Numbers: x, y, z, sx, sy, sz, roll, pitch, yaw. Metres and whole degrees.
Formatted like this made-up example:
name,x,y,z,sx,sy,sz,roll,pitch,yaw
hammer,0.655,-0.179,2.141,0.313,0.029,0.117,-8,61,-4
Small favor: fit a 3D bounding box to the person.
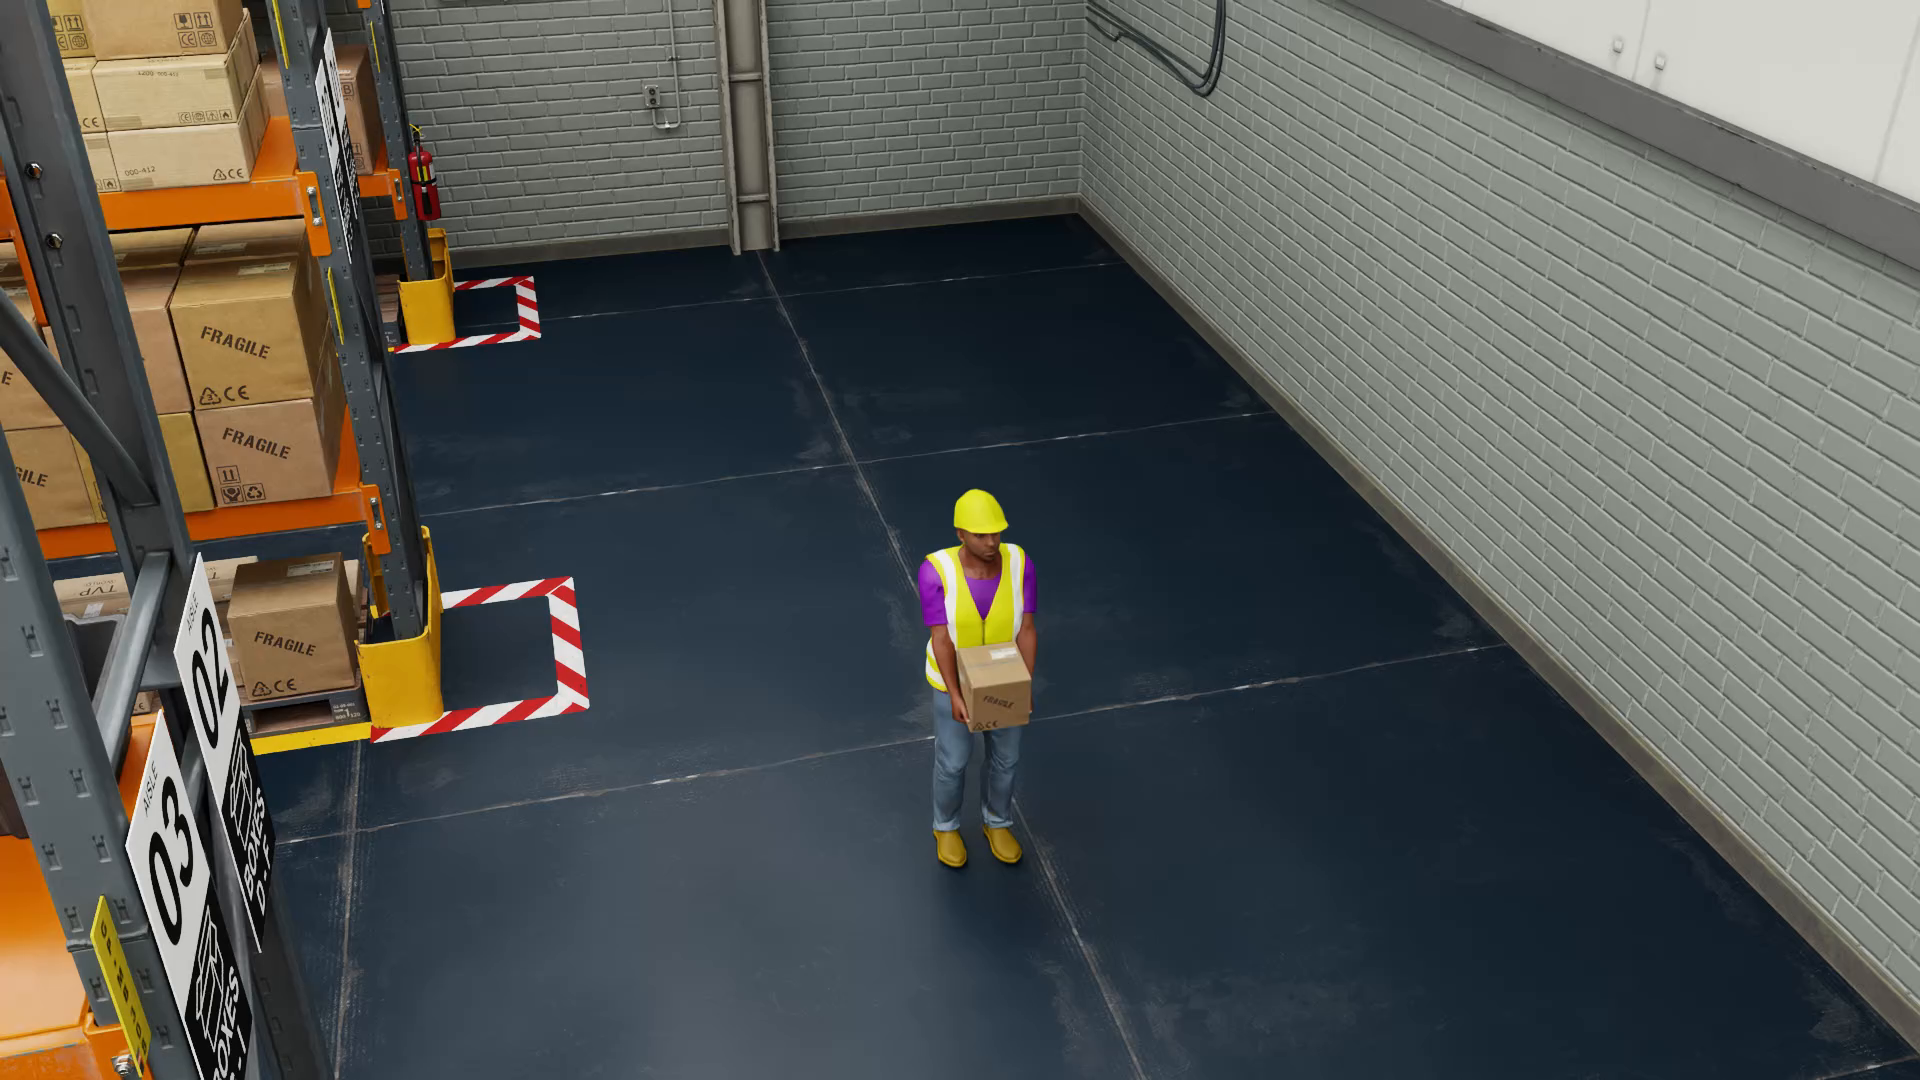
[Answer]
name,x,y,z,sx,sy,sz,roll,pitch,yaw
person,0.108,0.646,7.106,0.504,1.760,0.583,-7,31,-12
